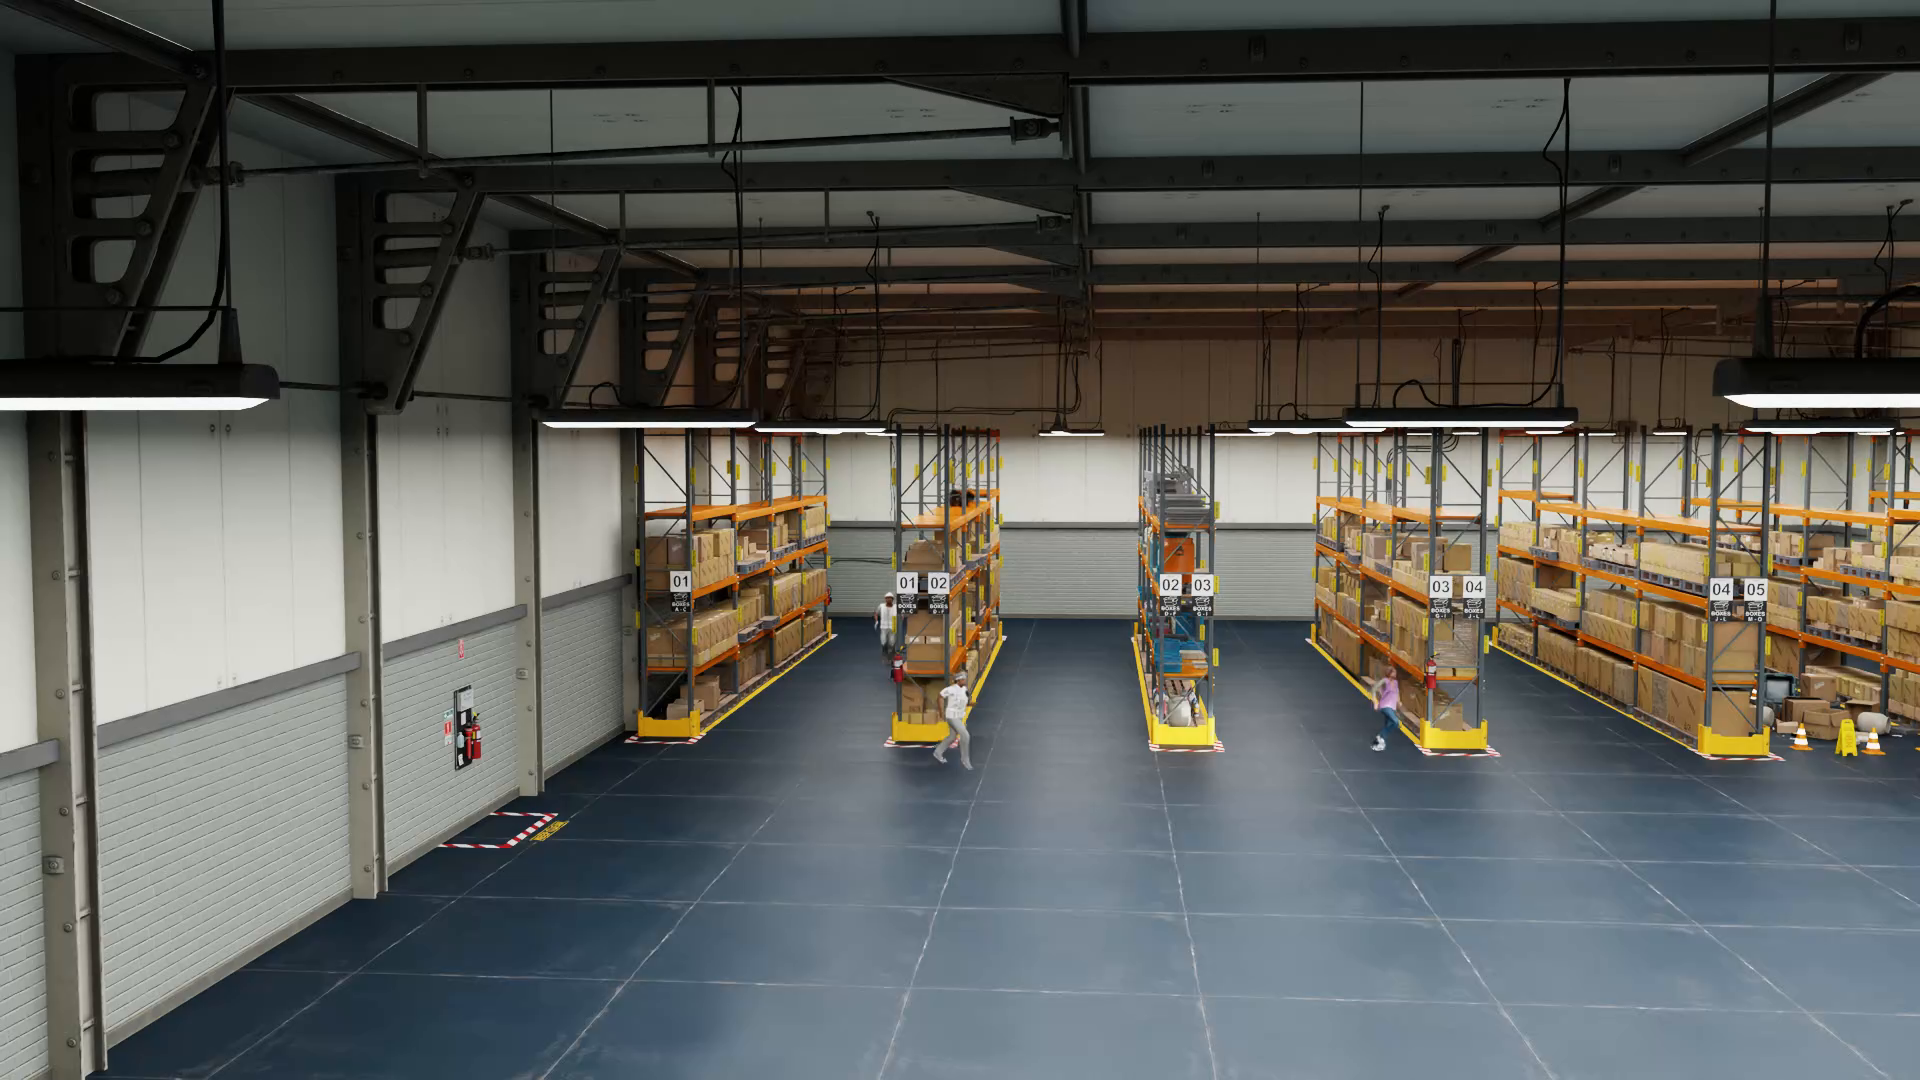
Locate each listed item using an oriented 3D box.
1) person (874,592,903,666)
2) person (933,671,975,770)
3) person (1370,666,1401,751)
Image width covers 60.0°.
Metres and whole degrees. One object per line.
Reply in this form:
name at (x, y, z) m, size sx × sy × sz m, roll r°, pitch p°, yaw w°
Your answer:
person at (-1.713, 2.142, 39.831) m, size 0.681 × 1.766 × 0.624 m, roll 0°, pitch 3°, yaw 0°
person at (-0.118, 3.129, 28.945) m, size 0.846 × 1.735 × 0.599 m, roll 2°, pitch 4°, yaw 32°
person at (7.878, 3.093, 30.468) m, size 0.542 × 1.535 × 0.547 m, roll -3°, pitch 4°, yaw -37°
